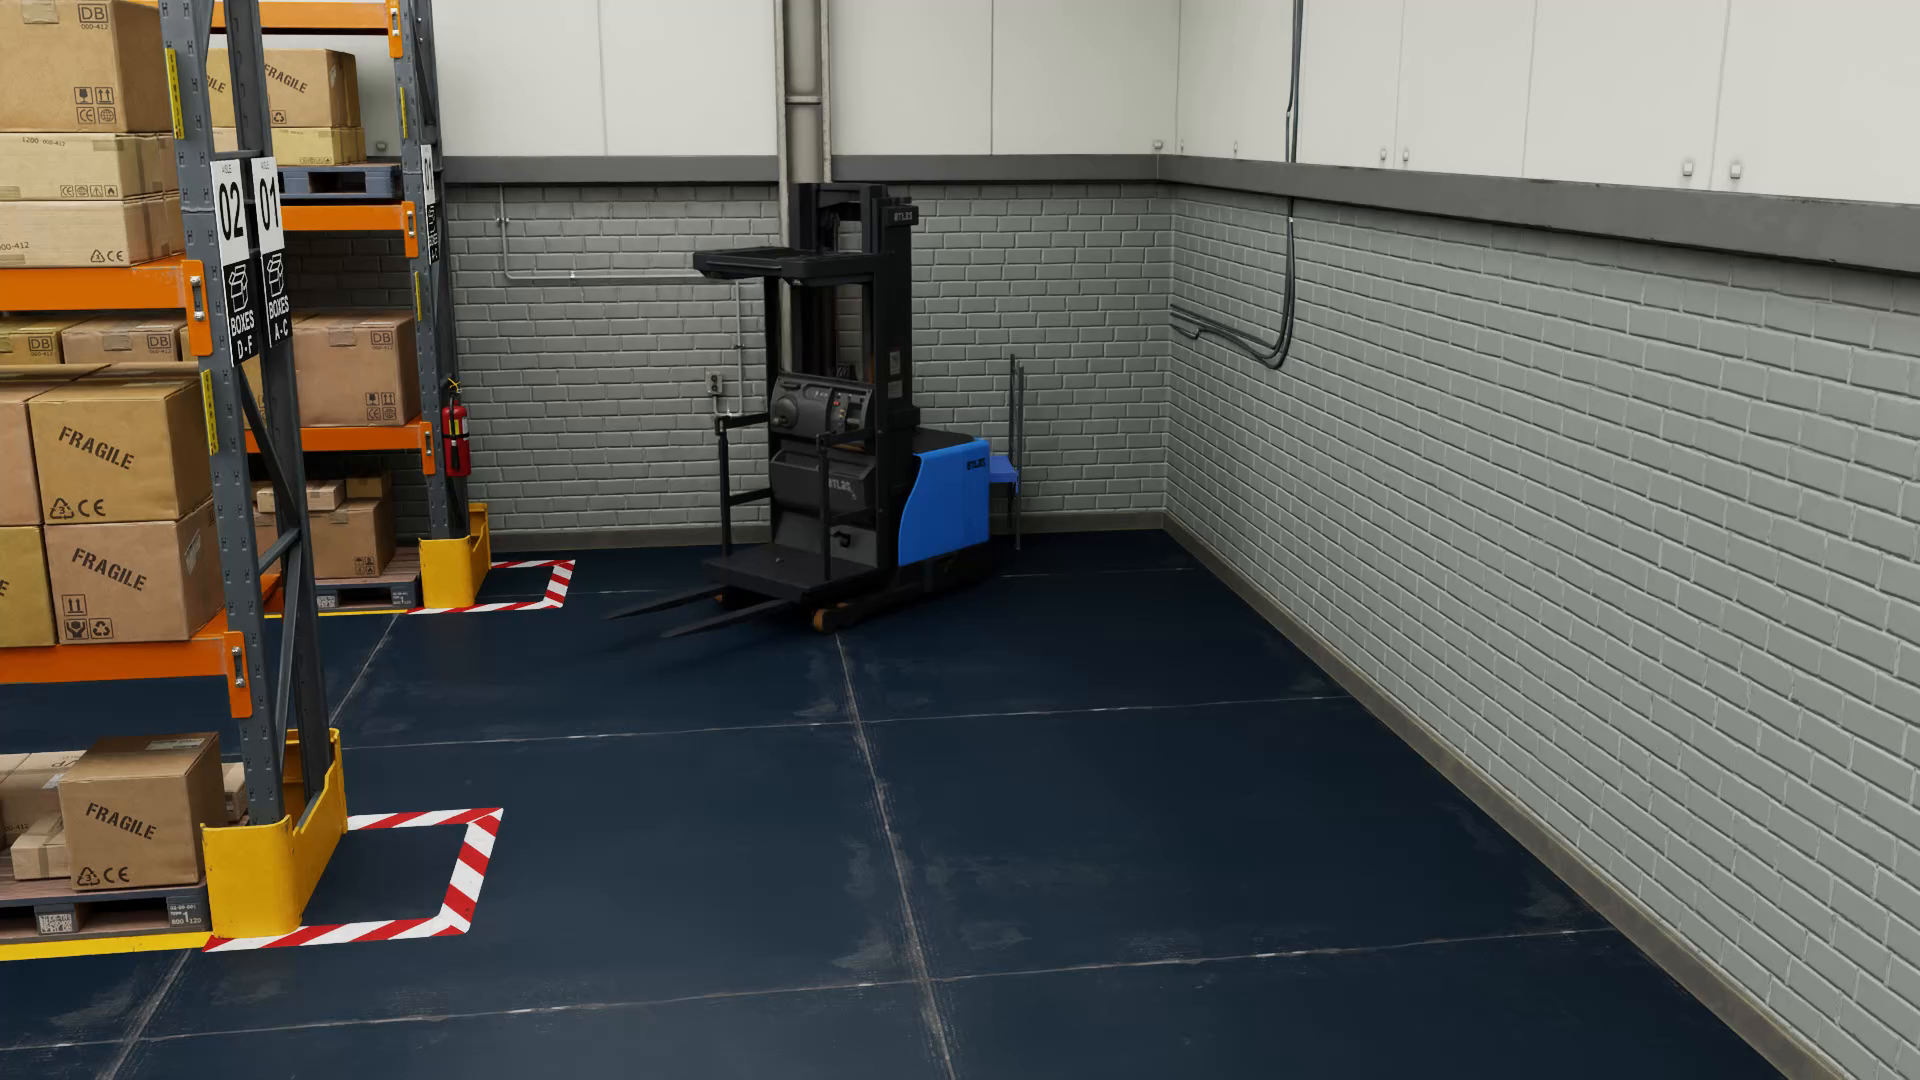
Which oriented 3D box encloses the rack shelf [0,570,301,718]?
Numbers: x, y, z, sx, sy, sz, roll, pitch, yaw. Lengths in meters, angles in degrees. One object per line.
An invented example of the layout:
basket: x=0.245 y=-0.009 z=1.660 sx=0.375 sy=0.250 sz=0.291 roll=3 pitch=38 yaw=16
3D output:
rack shelf: x=-4.979 y=0.503 z=7.030 sx=4.000 sy=0.370 sz=1.077 roll=-2 pitch=14 yaw=-8

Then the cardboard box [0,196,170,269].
cardboard box: x=-3.470 y=-1.219 z=6.558 sx=0.500 sy=0.250 sz=0.500 roll=-2 pitch=14 yaw=-8

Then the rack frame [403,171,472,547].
rack frame: x=-3.743 y=-1.110 z=11.982 sx=0.127 sy=3.000 sz=1.000 roll=-2 pitch=14 yaw=-8

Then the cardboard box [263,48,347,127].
cardboard box: x=-4.426 y=-3.016 z=11.114 sx=0.500 sy=0.500 sz=0.500 roll=-2 pitch=14 yaw=-8

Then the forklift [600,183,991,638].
forklift: x=-1.105 y=-0.931 z=11.409 sx=1.130 sy=2.935 sz=3.031 roll=12 pitch=18 yaw=39

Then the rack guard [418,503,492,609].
rack guard: x=-3.719 y=0.101 z=12.290 sx=0.348 sy=0.500 sz=1.175 roll=-2 pitch=14 yaw=-8

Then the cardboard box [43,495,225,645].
cardboard box: x=-3.404 y=0.114 z=6.893 sx=0.500 sy=0.500 sz=0.500 roll=-2 pitch=14 yaw=-7

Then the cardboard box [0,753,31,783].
cardboard box: x=-4.570 y=1.189 z=7.561 sx=0.500 sy=0.250 sz=0.500 roll=-2 pitch=14 yaw=-8

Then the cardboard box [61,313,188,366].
cardboard box: x=-5.719 y=-1.180 z=11.645 sx=0.700 sy=0.700 sz=0.980 roll=-3 pitch=14 yaw=-11

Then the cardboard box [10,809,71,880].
cardboard box: x=-3.916 y=1.314 z=7.235 sx=0.250 sy=0.166 sz=0.380 roll=-2 pitch=14 yaw=-8

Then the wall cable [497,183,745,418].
wall cable: x=-2.618 y=-1.877 z=12.951 sx=1.851 sy=1.984 sz=0.084 roll=-2 pitch=14 yaw=-8

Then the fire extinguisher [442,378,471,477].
fire extinguisher: x=-3.525 y=-0.786 z=11.616 sx=0.183 sy=0.674 sz=0.296 roll=-2 pitch=14 yaw=-8

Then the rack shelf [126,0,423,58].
rack shelf: x=-5.721 y=-3.405 z=11.099 sx=4.000 sy=0.370 sz=1.077 roll=-2 pitch=14 yaw=-8

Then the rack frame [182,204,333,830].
rack frame: x=-3.001 y=0.081 z=7.231 sx=0.127 sy=3.000 sz=1.000 roll=-2 pitch=14 yaw=-8

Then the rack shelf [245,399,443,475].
rack shelf: x=-5.721 y=-0.689 z=11.781 sx=4.000 sy=0.370 sz=1.077 roll=-2 pitch=14 yaw=-8

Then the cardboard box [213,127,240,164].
cardboard box: x=-4.942 y=-2.635 z=11.135 sx=0.500 sy=0.250 sz=0.500 roll=-3 pitch=14 yaw=-10

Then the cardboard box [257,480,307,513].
cardboard box: x=-4.773 y=-0.309 z=11.728 sx=0.250 sy=0.149 sz=0.380 roll=-2 pitch=14 yaw=-7

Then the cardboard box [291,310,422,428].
cardboard box: x=-4.246 y=-1.235 z=11.862 sx=0.700 sy=0.700 sz=0.980 roll=-1 pitch=14 yaw=-6

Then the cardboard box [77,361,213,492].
cardboard box: x=-3.479 y=-0.500 z=7.286 sx=0.500 sy=0.500 sz=0.500 roll=-2 pitch=14 yaw=-7

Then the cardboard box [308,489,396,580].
cardboard box: x=-4.420 y=-0.052 z=12.038 sx=0.500 sy=0.500 sz=0.700 roll=-2 pitch=14 yaw=-8

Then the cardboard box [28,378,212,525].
cardboard box: x=-3.400 y=-0.370 z=6.770 sx=0.500 sy=0.500 sz=0.500 roll=-2 pitch=14 yaw=-9

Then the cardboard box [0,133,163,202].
cardboard box: x=-3.471 y=-1.463 z=6.505 sx=0.500 sy=0.250 sz=0.500 roll=-2 pitch=14 yaw=-8

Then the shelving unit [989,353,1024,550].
shelving unit: x=-0.060 y=-0.697 z=13.339 sx=1.048 sy=1.500 sz=0.538 roll=-2 pitch=19 yaw=-7

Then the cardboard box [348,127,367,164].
cardboard box: x=-4.501 y=-2.777 z=11.702 sx=0.500 sy=0.250 sz=0.500 roll=-1 pitch=14 yaw=-5

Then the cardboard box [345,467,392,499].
cardboard box: x=-4.326 y=-0.419 z=12.169 sx=0.250 sy=0.149 sz=0.380 roll=-2 pitch=14 yaw=-8

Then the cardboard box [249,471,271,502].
cardboard box: x=-5.075 y=-0.392 z=12.059 sx=0.250 sy=0.149 sz=0.380 roll=-2 pitch=14 yaw=-8

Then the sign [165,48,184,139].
sign: x=-2.938 y=-1.669 z=6.224 sx=0.005 sy=0.325 sz=0.100 roll=-2 pitch=14 yaw=-8

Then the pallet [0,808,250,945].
pallet: x=-3.865 y=1.466 z=7.444 sx=1.213 sy=0.211 sz=1.003 roll=-2 pitch=14 yaw=-8

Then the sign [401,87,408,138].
sign: x=-3.676 y=-2.825 z=10.997 sx=0.005 sy=0.325 sz=0.100 roll=-2 pitch=14 yaw=-8

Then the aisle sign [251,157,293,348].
aisle sign: x=-2.978 y=-1.253 z=7.207 sx=0.004 sy=0.787 sz=0.394 roll=-2 pitch=14 yaw=-8

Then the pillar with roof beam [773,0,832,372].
pillar with roof beam: x=-0.561 y=-3.290 z=8.343 sx=0.400 sy=9.000 sz=9.100 roll=-2 pitch=14 yaw=-8

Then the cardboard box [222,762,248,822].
cardboard box: x=-3.467 y=1.183 z=7.794 sx=0.250 sy=0.149 sz=0.380 roll=-2 pitch=14 yaw=-8

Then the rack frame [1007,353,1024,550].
rack frame: x=0.444 y=-0.712 z=13.399 sx=0.032 sy=1.500 sz=0.500 roll=-2 pitch=19 yaw=-7
